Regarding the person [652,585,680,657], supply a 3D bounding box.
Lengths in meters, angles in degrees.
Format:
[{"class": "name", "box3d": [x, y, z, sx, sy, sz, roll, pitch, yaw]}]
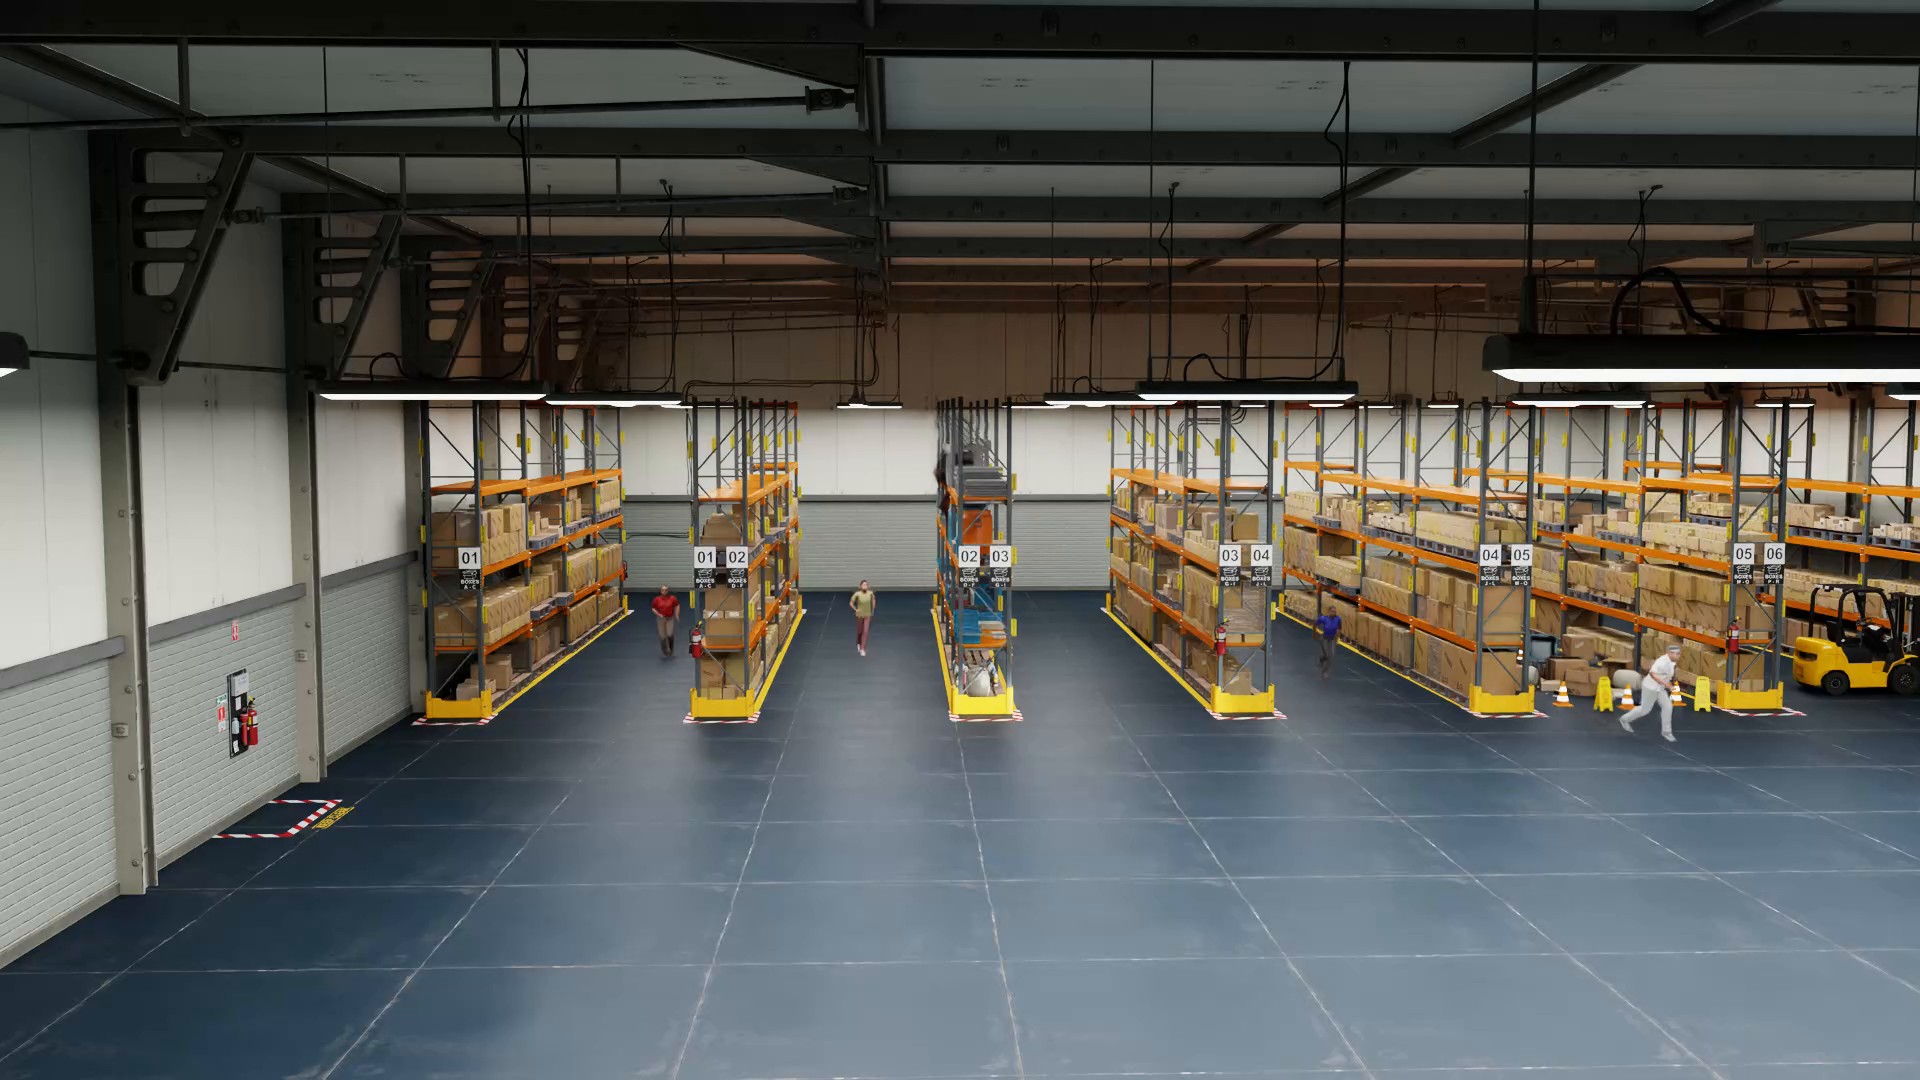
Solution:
[{"class": "person", "box3d": [-6.823, 1.892, 38.573, 0.642, 1.683, 0.729, -1, 4, -10]}]

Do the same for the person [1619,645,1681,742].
[{"class": "person", "box3d": [12.122, 2.659, 29.211, 1.024, 1.720, 0.703, 4, 6, 39]}]

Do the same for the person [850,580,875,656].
[{"class": "person", "box3d": [-2.169, 1.730, 37.393, 0.603, 1.672, 0.791, -1, 5, -15]}]

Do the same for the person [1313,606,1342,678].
[{"class": "person", "box3d": [7.923, 2.199, 35.761, 0.563, 1.576, 0.689, -1, 5, -12]}]
